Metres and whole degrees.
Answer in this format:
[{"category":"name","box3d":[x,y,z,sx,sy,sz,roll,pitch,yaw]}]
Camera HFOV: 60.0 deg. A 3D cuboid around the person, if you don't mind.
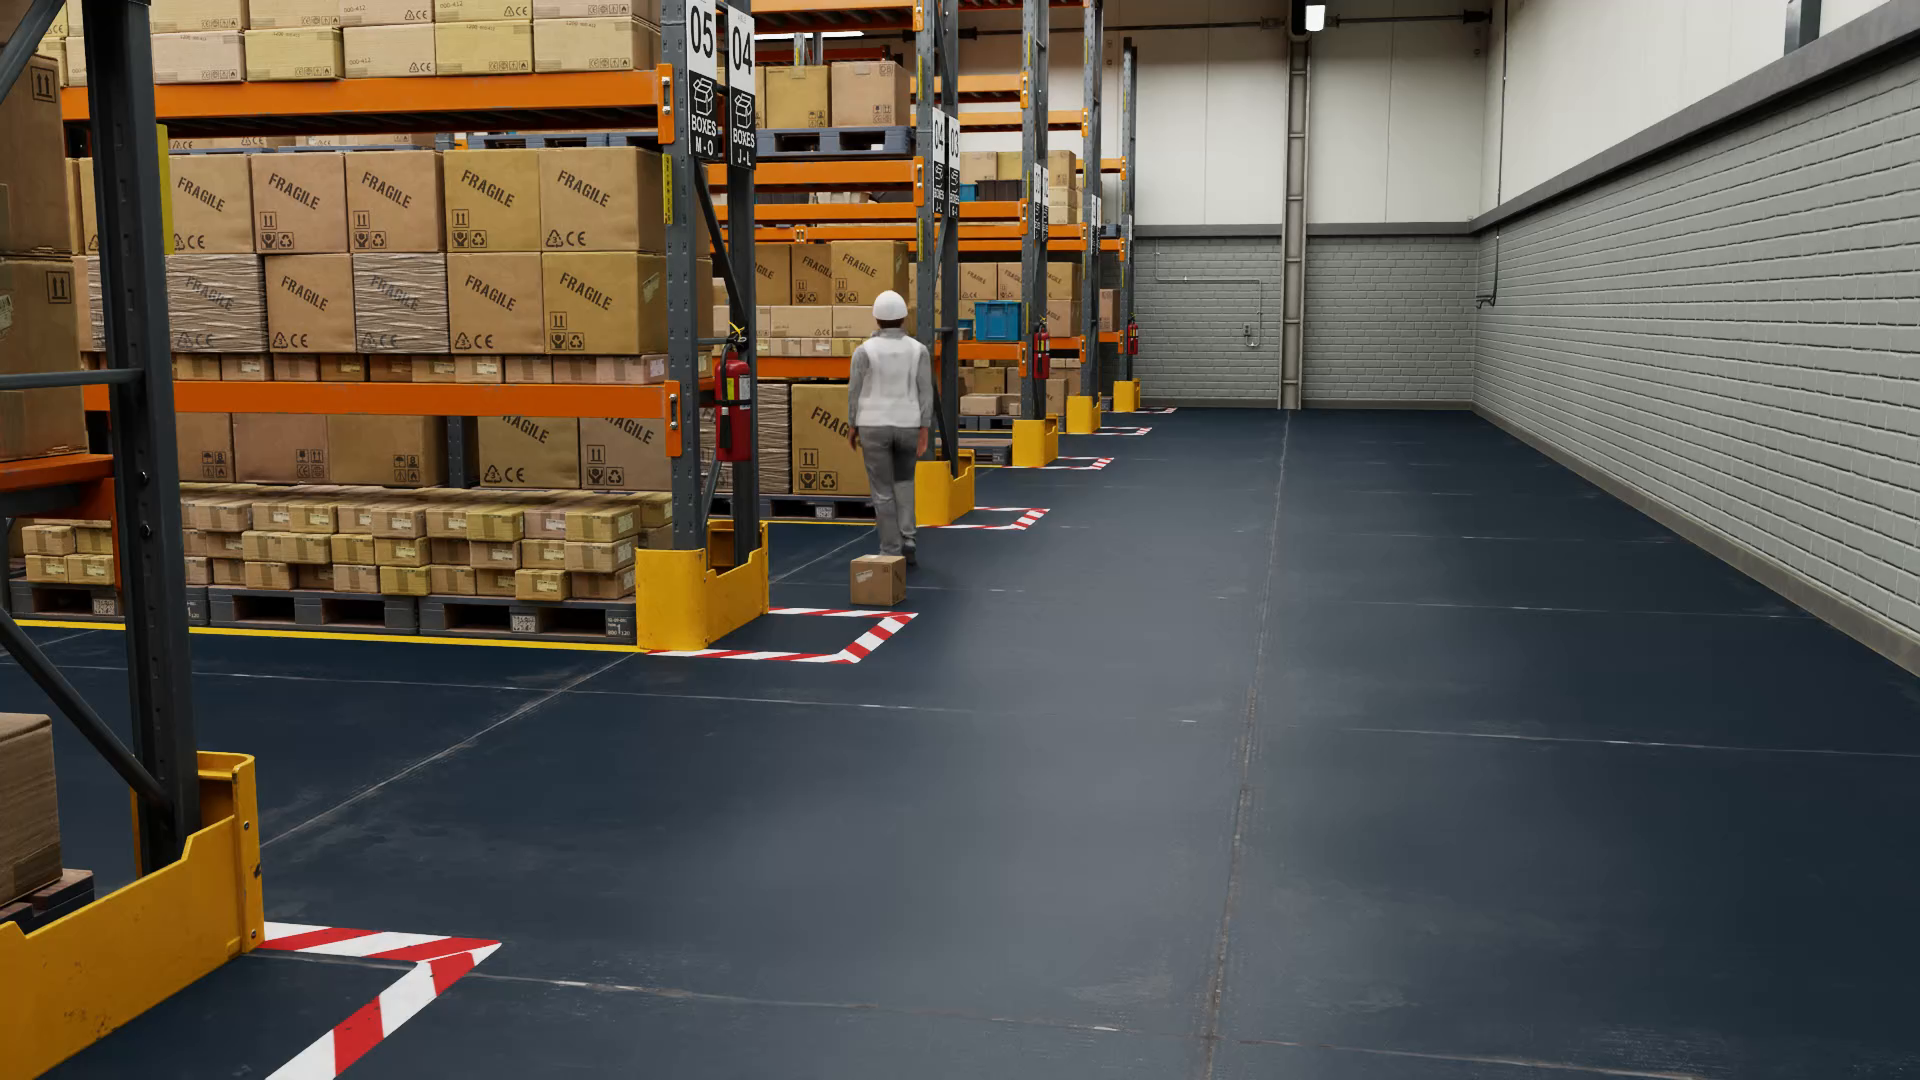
[{"category":"person","box3d":[-0.470,-0.702,10.806,0.537,1.813,0.503,-3,8,-18]}]
